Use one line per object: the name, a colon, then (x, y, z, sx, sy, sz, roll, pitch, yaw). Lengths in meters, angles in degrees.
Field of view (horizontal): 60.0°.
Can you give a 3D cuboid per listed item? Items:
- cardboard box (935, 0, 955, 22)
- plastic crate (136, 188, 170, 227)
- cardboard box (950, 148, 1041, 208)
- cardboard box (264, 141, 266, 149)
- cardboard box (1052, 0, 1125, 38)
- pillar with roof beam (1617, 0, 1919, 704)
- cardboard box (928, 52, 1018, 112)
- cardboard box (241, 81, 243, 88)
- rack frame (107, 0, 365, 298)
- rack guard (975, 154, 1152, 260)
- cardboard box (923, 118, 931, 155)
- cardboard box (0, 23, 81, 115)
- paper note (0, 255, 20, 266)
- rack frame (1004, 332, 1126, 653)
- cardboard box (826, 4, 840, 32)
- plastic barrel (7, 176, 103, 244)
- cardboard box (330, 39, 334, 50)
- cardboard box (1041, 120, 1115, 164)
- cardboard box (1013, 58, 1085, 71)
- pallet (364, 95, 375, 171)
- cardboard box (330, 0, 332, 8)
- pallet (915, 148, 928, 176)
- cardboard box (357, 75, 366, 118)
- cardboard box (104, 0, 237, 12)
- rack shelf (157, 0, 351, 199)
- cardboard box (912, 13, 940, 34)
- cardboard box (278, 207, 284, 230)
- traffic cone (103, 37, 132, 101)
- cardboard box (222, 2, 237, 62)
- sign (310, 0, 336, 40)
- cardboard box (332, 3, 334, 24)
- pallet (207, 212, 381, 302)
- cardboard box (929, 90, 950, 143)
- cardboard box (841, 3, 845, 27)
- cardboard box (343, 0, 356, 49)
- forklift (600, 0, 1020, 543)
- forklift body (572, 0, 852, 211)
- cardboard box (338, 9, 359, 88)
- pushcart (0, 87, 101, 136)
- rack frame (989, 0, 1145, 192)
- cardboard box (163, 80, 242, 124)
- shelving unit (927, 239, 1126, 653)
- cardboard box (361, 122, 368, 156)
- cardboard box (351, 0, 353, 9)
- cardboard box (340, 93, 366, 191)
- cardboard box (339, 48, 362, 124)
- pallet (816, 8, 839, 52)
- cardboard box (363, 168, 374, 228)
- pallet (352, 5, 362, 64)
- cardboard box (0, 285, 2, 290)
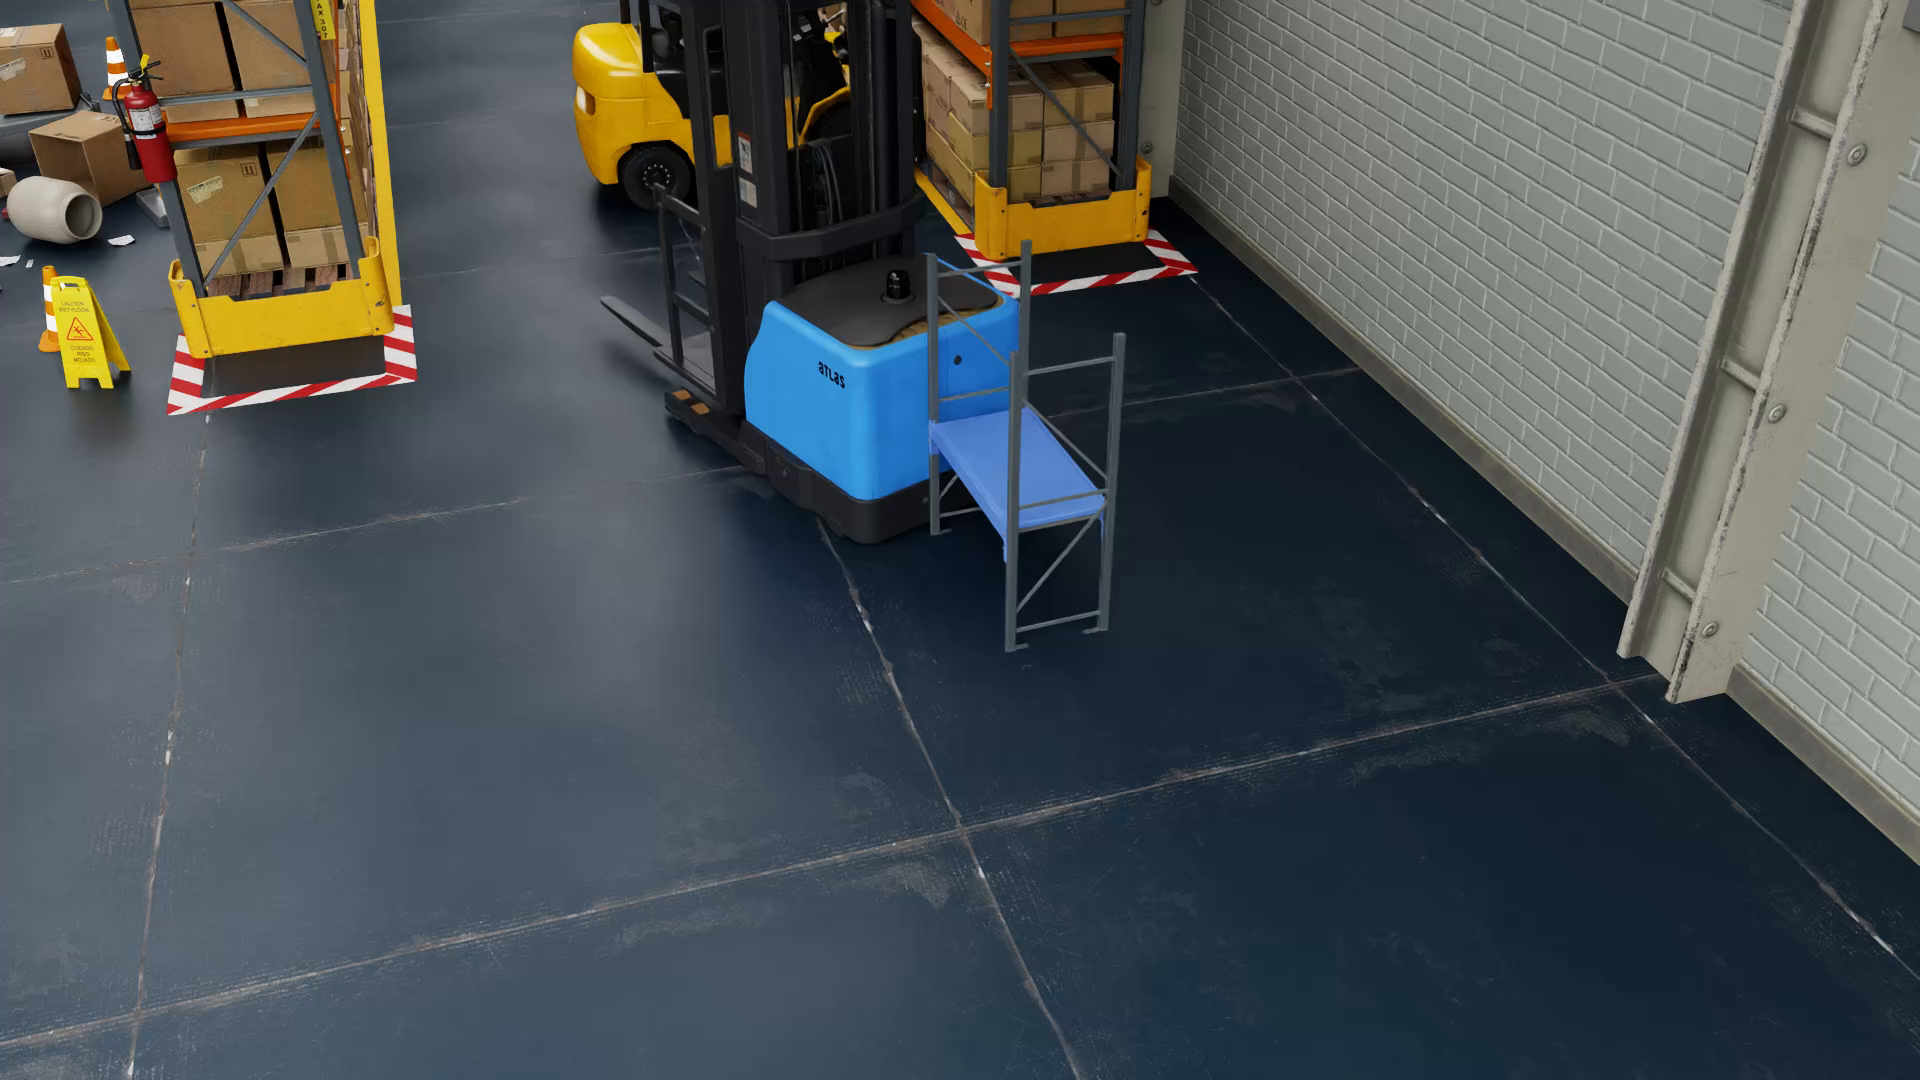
cardboard box: (0.135, -3.836, 11.243, 0.500, 0.500, 0.500, -9, 34, -13)
plastic crate: (-5.564, -2.389, 11.793, 0.402, 0.080, 0.583, -23, 40, -31)
cardboard box: (0.240, -2.527, 11.467, 0.500, 0.250, 0.500, -10, 35, -14)
cardboard box: (-4.697, -2.460, 10.685, 0.500, 0.500, 0.500, -9, 34, -13)
cardboard box: (0.798, -3.654, 10.969, 0.500, 0.500, 0.500, -9, 34, -13)
pillar with roof beam: (-0.939, -2.452, 3.798, 9.100, 9.000, 0.400, -10, 35, -15)
cardboard box: (0.086, -3.207, 11.589, 0.500, 0.250, 0.500, -9, 35, -14)
cardboard box: (-4.039, -2.708, 9.855, 0.380, 0.149, 0.250, -10, 35, -14)
rack frame: (-4.042, -2.469, 9.266, 1.000, 3.000, 0.127, -10, 35, -15)
rack guard: (0.692, -2.250, 11.202, 1.175, 0.500, 0.348, -10, 35, -15)
cardboard box: (-0.046, -3.054, 12.264, 0.500, 0.250, 0.500, -10, 35, -14)
cardboard box: (-6.948, -3.527, 12.447, 0.500, 0.500, 0.500, -10, 35, -15)
paper note: (-6.342, -1.858, 11.045, 0.148, 0.019, 0.142, 1, 33, 2)
rack frame: (0.440, -0.172, 7.149, 0.500, 1.500, 0.032, -11, 35, -17)
cardboard box: (-0.705, -4.862, 14.661, 0.875, 0.625, 0.625, -8, 34, -13)
plastic barrel: (-6.113, -2.224, 11.232, 0.512, 0.421, 0.421, 13, 36, 18)
cardboard box: (-4.083, -3.202, 10.014, 0.500, 0.500, 0.500, -9, 35, -13)
cardboard box: (0.739, -2.824, 11.463, 0.500, 0.250, 0.500, -9, 35, -14)
cardboard box: (0.562, -3.297, 11.725, 0.500, 0.250, 0.500, -10, 35, -15)
pallet: (-5.023, -3.059, 12.688, 1.003, 0.211, 1.213, -10, 35, -15)
cardboard box: (-4.402, -3.735, 10.820, 0.500, 0.500, 0.500, -11, 35, -16)
pallet: (0.043, -3.176, 12.865, 1.003, 0.211, 1.213, -10, 35, -15)
cardboard box: (-4.825, -3.332, 12.685, 0.500, 0.250, 0.500, -8, 34, -13)
cardboard box: (-4.405, -3.284, 9.231, 0.700, 0.500, 0.500, -11, 35, -16)
rack shelf: (-4.652, -3.219, 11.053, 1.077, 0.370, 4.000, -10, 35, -15)
cardboard box: (-0.225, -3.738, 12.392, 0.500, 0.250, 0.500, -11, 35, -16)
cardboard box: (-4.695, -2.150, 10.895, 0.500, 0.250, 0.500, -10, 35, -15)
traffic cone: (-6.973, -3.926, 13.772, 0.336, 0.463, 0.334, -10, 35, -15)
cardboard box: (-4.618, -3.137, 9.916, 0.500, 0.500, 0.500, -10, 35, -15)
sign: (-3.525, -2.922, 9.165, 0.100, 0.325, 0.005, -10, 35, -15)
cardboard box: (-4.398, -3.546, 11.123, 0.380, 0.149, 0.250, -10, 35, -14)
pallet: (-4.279, -1.778, 10.749, 1.003, 0.211, 1.213, -10, 35, -15)
cardboard box: (0.096, -3.010, 11.745, 0.500, 0.250, 0.500, -10, 35, -15)
cardboard box: (-0.682, -4.337, 13.752, 0.500, 0.250, 0.500, -10, 35, -15)
cardboard box: (-5.647, -4.300, 14.039, 0.950, 0.372, 0.625, -8, 34, -12)
forklift: (-0.985, -1.957, 8.553, 1.130, 2.935, 3.031, -23, 40, -31)
forklift body: (-1.631, -3.640, 11.808, 2.313, 2.155, 1.214, -10, 35, -15)
cardboard box: (-4.826, -3.645, 12.478, 0.500, 0.500, 0.500, -10, 35, -15)
pushcart: (-7.418, -3.066, 12.547, 1.648, 0.377, 0.936, -23, 40, -31)
rack frame: (0.684, -3.306, 10.532, 1.000, 3.000, 0.127, -10, 35, -15)
cardboard box: (-4.359, -2.525, 9.578, 0.380, 0.149, 0.250, -9, 34, -13)
shelving unit: (0.265, -0.435, 7.547, 0.538, 1.500, 1.048, -11, 35, -17)
cardboard box: (-4.503, -2.786, 11.859, 0.500, 0.250, 0.500, -9, 35, -14)
cardboard box: (-6.086, -5.064, 15.195, 0.950, 0.372, 0.625, -11, 35, -16)
cardboard box: (-4.196, -2.566, 10.846, 0.500, 0.500, 0.500, -11, 35, -17)
cardboard box: (-4.512, -3.110, 11.669, 0.500, 0.500, 0.500, -8, 34, -12)
pallet: (-0.798, -4.623, 15.054, 1.003, 0.211, 1.213, -10, 35, -15)
cardboard box: (-4.173, -2.236, 11.027, 0.500, 0.250, 0.500, -9, 34, -13)
pallet: (-5.876, -4.456, 14.802, 1.003, 0.211, 1.213, -10, 35, -15)
cardboard box: (-6.365, -1.628, 10.578, 0.380, 0.149, 0.250, 7, 34, 10)
